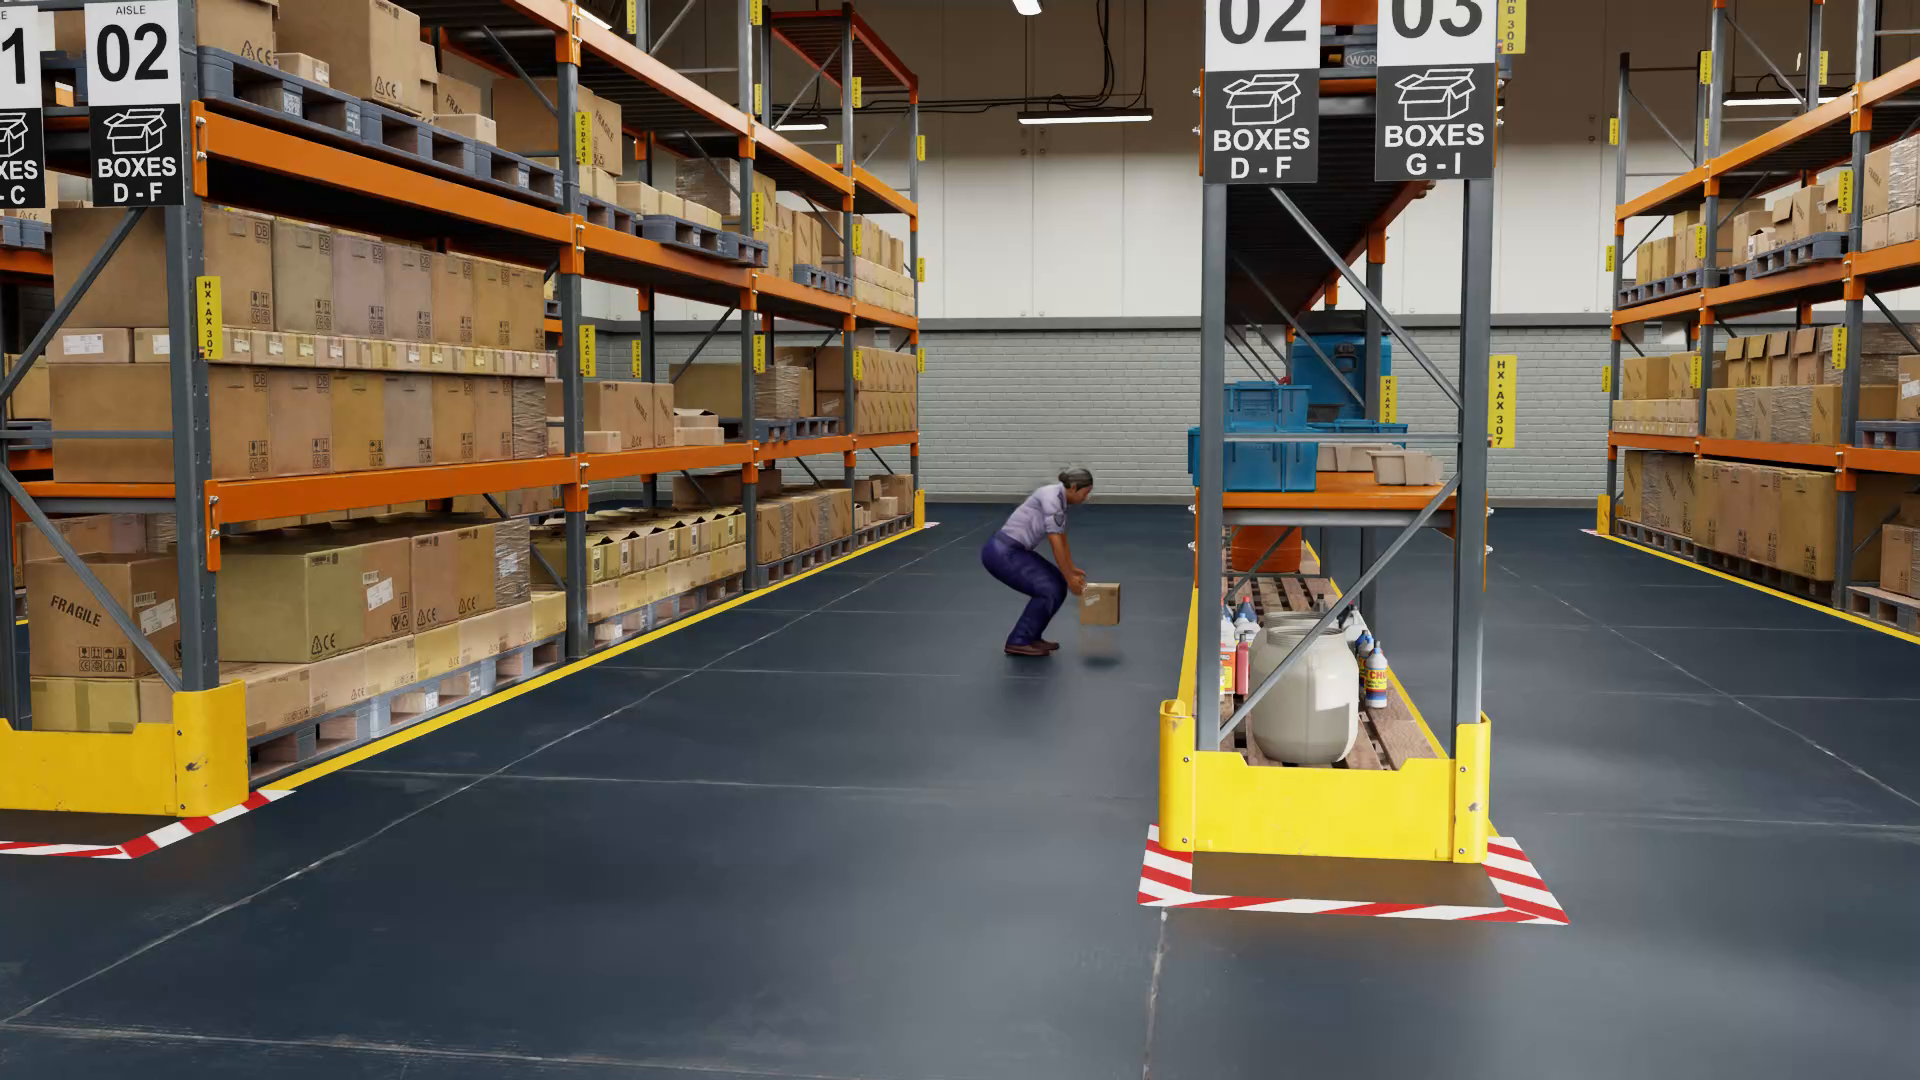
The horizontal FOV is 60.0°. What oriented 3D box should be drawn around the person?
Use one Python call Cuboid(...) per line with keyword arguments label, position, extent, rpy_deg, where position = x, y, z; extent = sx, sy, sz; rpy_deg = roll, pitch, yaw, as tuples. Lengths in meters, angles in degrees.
Cuboid(label="person", position=(0.545, 0.133, 11.002), extent=(0.665, 1.230, 0.540), rpy_deg=(1, 5, 9))
